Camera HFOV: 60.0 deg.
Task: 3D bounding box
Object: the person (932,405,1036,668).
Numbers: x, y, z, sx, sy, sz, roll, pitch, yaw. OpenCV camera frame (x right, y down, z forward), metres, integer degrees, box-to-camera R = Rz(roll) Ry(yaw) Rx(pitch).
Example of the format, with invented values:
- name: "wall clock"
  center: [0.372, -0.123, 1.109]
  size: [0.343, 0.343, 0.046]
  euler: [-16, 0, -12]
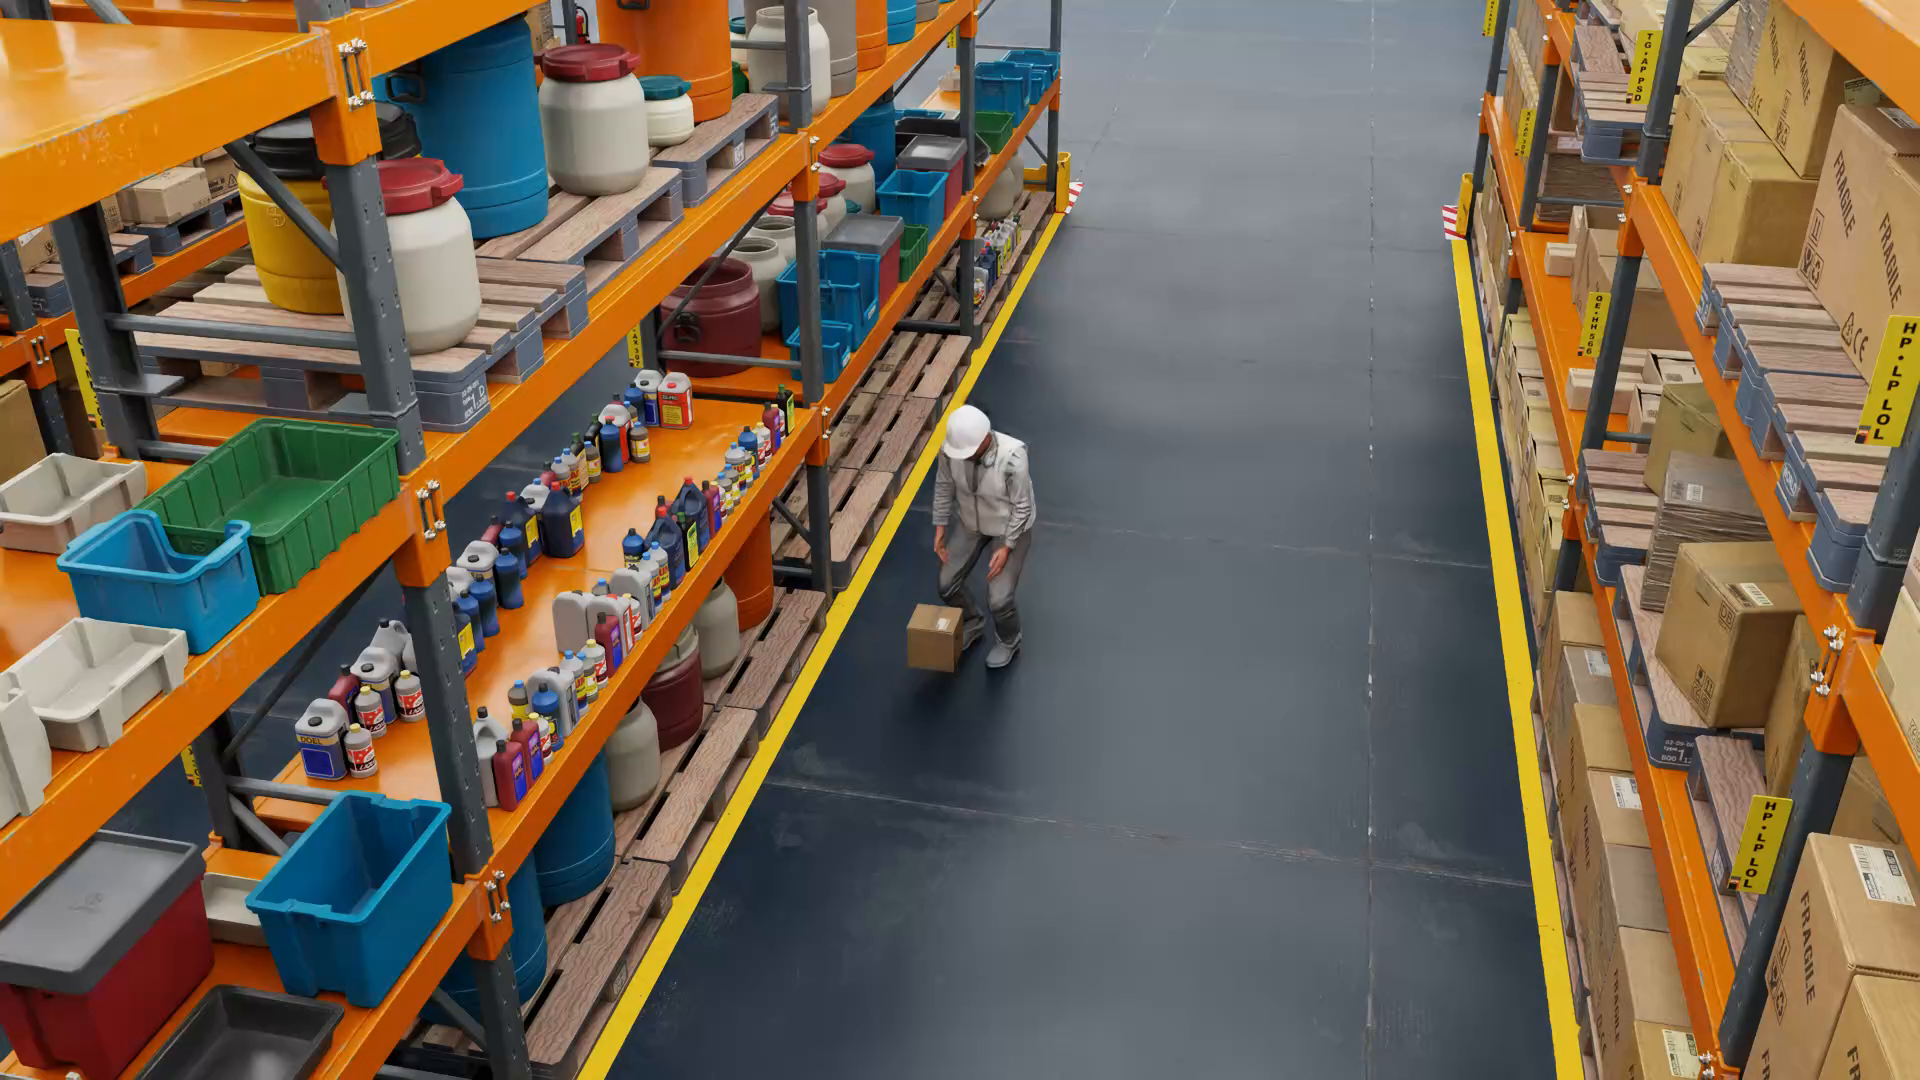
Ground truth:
- name: "person"
  center: [0.140, -0.053, 8.899]
  size: [0.586, 1.584, 0.649]
  euler: [18, 33, 30]
